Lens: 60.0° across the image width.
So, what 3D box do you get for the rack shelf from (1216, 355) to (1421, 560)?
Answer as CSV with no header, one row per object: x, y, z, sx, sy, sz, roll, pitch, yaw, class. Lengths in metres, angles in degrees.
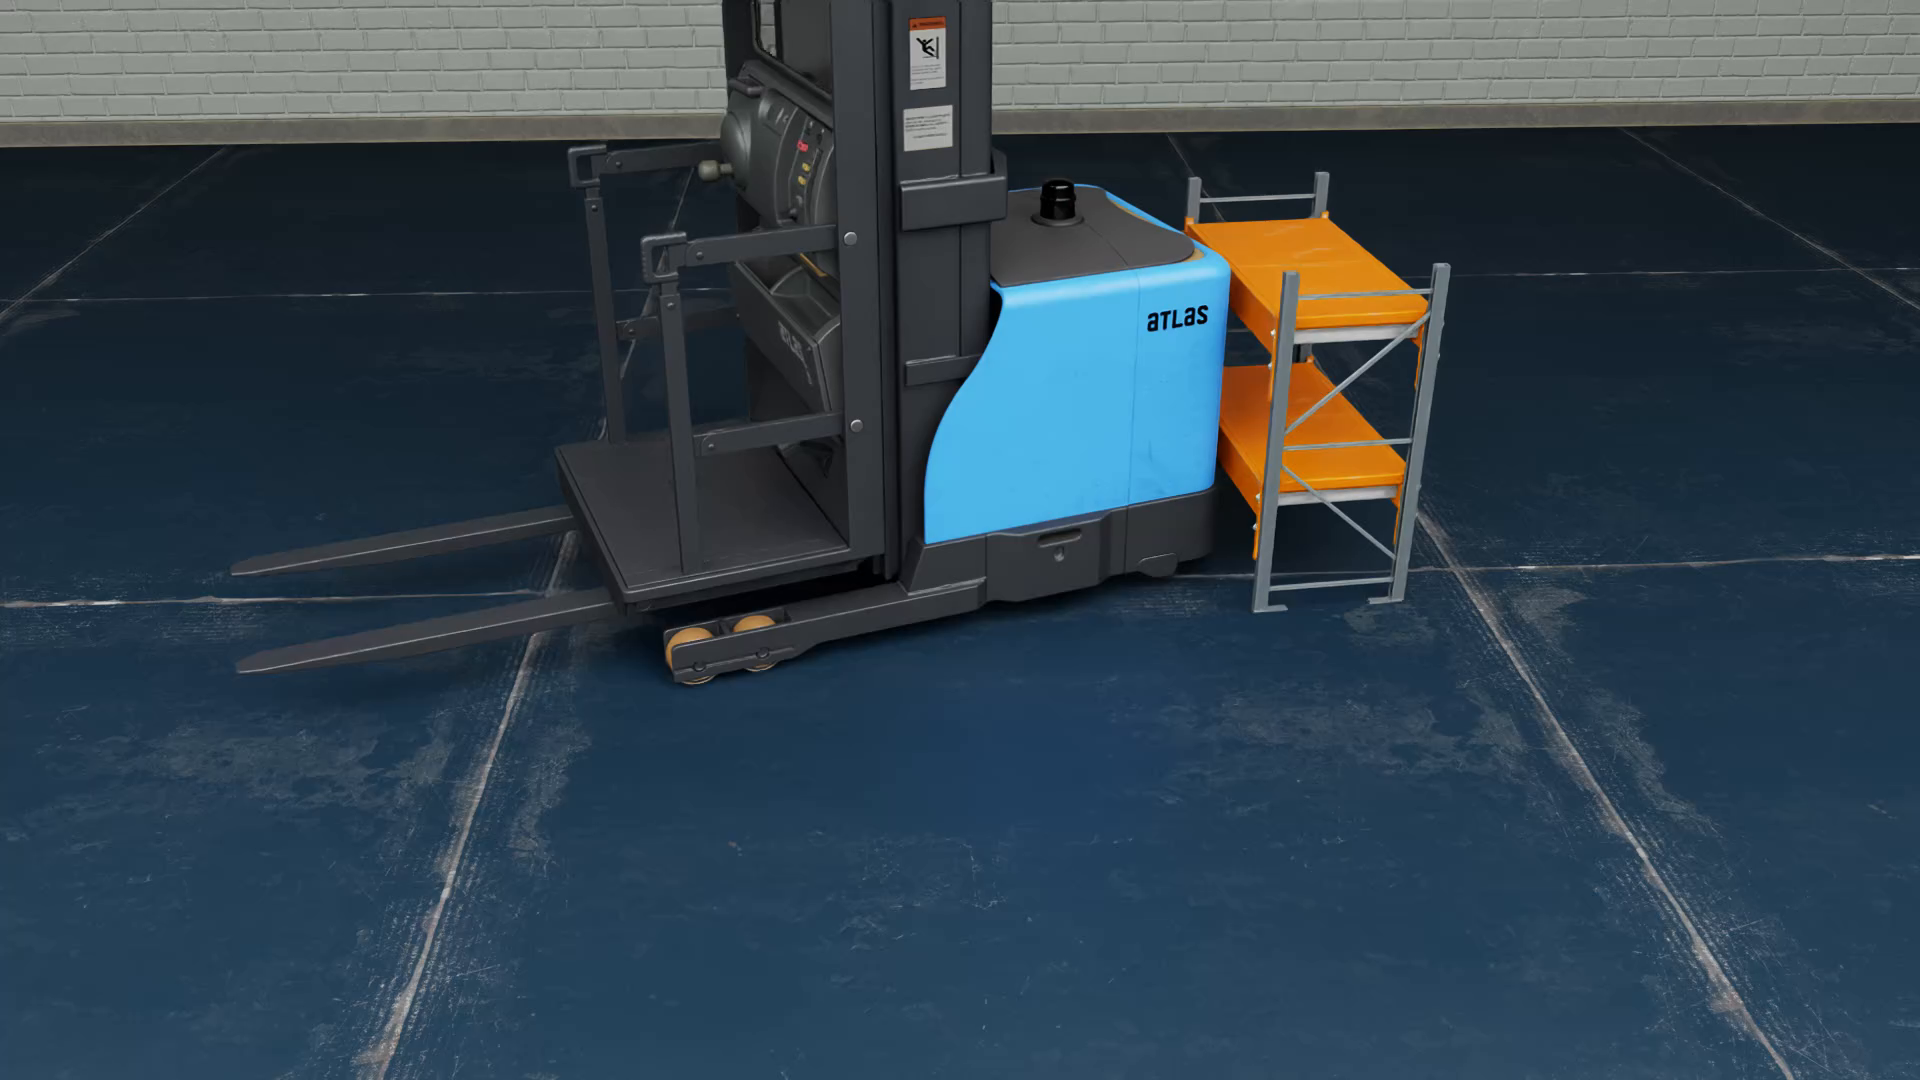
1.105,-0.305,5.646,0.538,0.278,1.000,-4,28,-8,rack shelf

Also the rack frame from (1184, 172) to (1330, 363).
1.027,-0.754,5.978,0.500,1.125,0.032,-4,28,-8,rack frame

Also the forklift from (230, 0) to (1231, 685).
-0.719,-1.148,4.781,3.031,2.935,1.130,-11,29,-20,forklift

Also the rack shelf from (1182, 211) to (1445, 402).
1.105,-0.781,5.398,0.538,0.278,1.000,-4,28,-8,rack shelf

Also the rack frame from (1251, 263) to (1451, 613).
1.182,-0.289,5.088,0.500,1.125,0.032,-4,28,-8,rack frame

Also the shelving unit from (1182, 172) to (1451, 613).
1.105,-0.522,5.533,0.538,1.125,1.048,-4,28,-8,shelving unit
